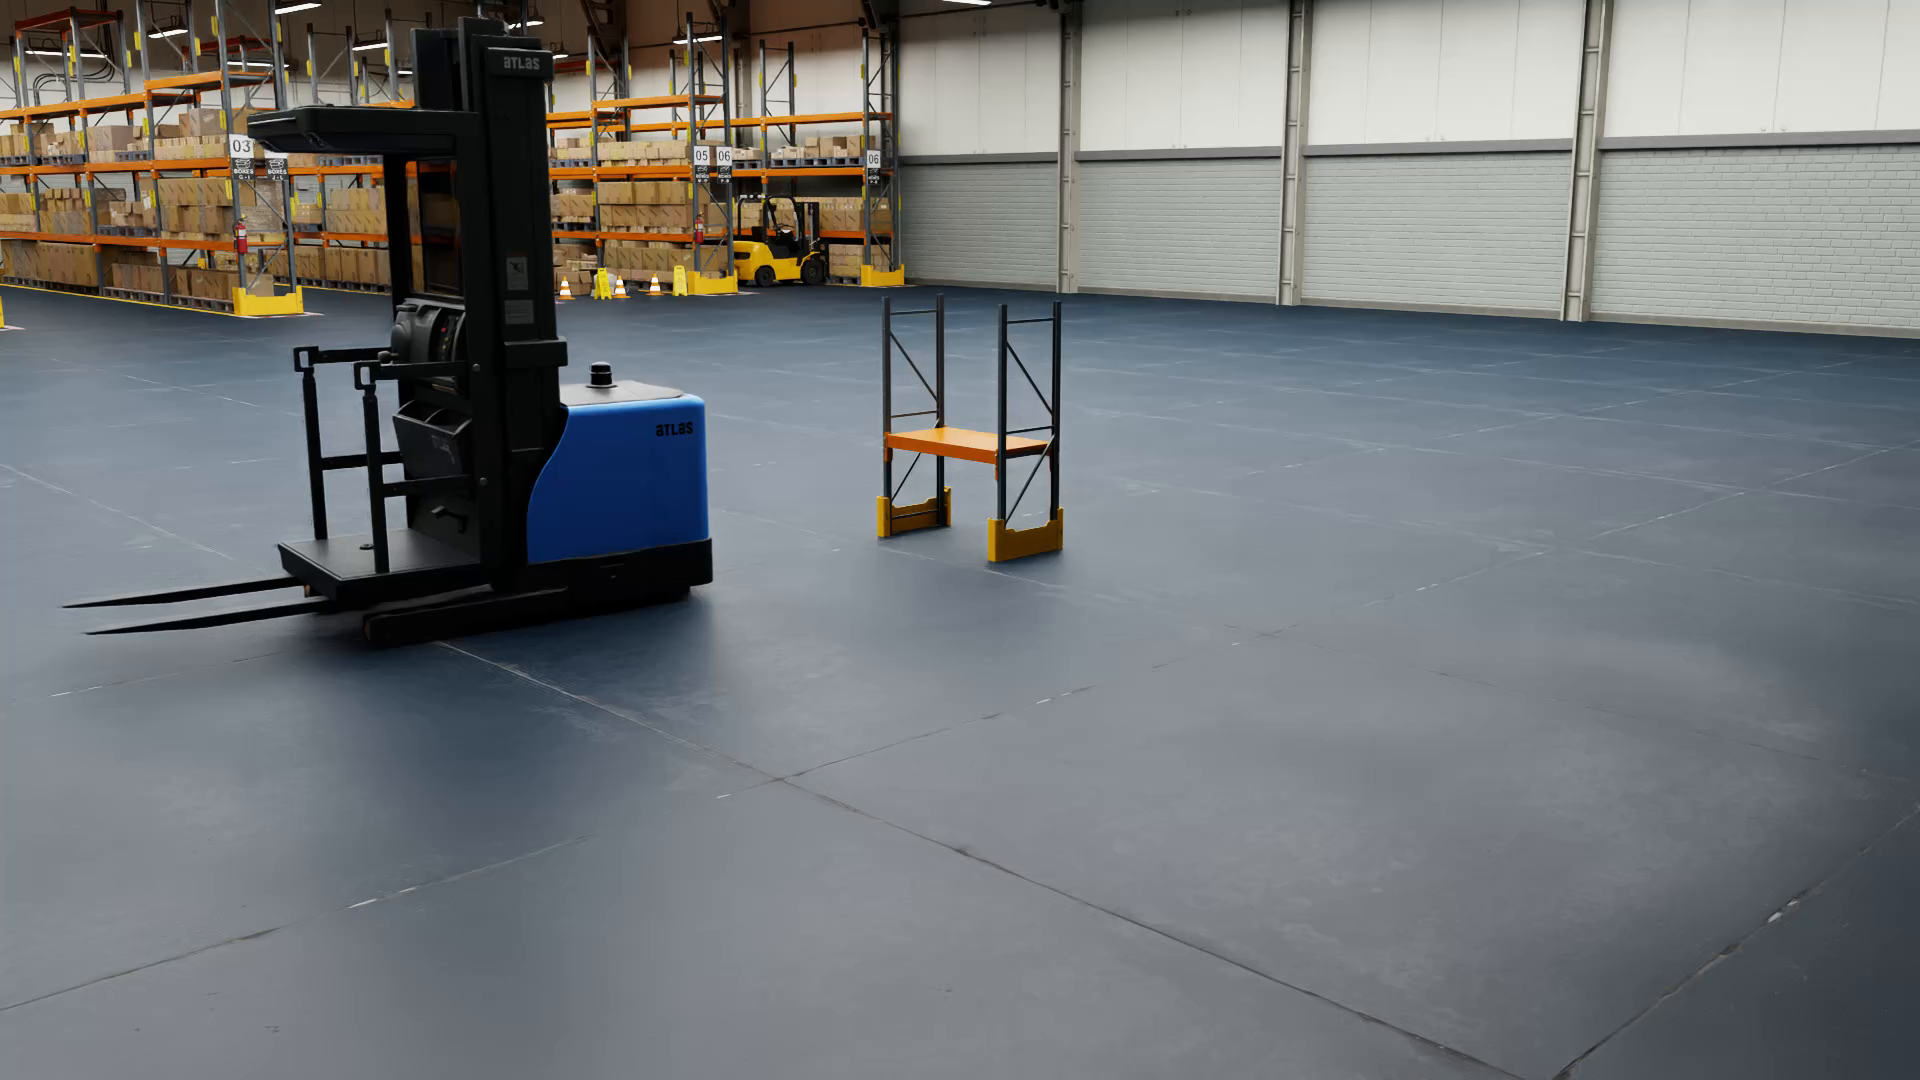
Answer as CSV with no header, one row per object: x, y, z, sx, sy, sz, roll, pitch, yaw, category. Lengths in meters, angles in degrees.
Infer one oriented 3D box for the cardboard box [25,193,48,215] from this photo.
-21.450,-7.836,38.788,0.500,0.500,0.500,-10,15,-41,cardboard box

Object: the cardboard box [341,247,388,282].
-13.558,-6.335,38.259,1.050,0.750,0.750,-11,16,-42,cardboard box

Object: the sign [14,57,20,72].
-21.357,-10.766,37.660,0.100,0.325,0.005,-11,16,-43,sign

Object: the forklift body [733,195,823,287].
-4.526,-7.295,40.491,2.313,2.155,1.214,-11,16,-43,forklift body

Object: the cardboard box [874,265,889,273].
-2.095,-6.646,41.012,0.500,0.250,0.500,-11,16,-42,cardboard box

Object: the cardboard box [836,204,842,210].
-2.835,-8.184,40.846,0.380,0.149,0.250,-11,16,-43,cardboard box

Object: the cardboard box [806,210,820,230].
-3.487,-7.996,41.543,0.500,0.500,0.500,-11,16,-42,cardboard box

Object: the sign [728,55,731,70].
-5.092,-10.506,36.596,0.100,0.325,0.005,-11,16,-43,sign

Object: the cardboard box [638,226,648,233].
-7.190,-7.146,38.283,0.380,0.149,0.250,-11,16,-43,cardboard box

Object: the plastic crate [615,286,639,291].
-7.755,-5.807,38.398,0.583,0.080,0.402,6,13,26,plastic crate

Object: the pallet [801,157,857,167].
-3.213,-9.399,41.385,1.003,0.211,1.213,-11,16,-43,pallet

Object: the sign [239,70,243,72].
-17.687,-11.405,40.956,0.100,0.325,0.005,-11,16,-43,sign

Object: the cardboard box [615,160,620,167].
-7.817,-8.780,38.782,0.380,0.149,0.250,-11,16,-43,cardboard box

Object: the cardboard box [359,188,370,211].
-13.157,-7.708,37.667,0.700,0.500,0.500,-11,16,-43,cardboard box

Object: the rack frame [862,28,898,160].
-1.897,-10.627,39.691,1.000,3.000,0.127,-11,16,-43,rack frame

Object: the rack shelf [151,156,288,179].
-14.033,-7.024,31.420,1.077,0.370,4.000,-11,16,-43,rack shelf

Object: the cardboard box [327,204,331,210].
-14.886,-7.967,39.754,0.250,0.149,0.380,11,16,44,cardboard box

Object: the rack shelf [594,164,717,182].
-6.865,-8.405,38.123,1.077,0.370,4.000,-11,16,-43,rack shelf

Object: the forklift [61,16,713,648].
-2.821,-1.042,8.204,3.031,2.935,1.130,-9,14,-36,forklift

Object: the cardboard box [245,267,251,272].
-18.147,-6.941,42.694,0.250,0.149,0.380,11,16,43,cardboard box

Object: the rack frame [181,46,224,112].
-20.044,-11.565,44.245,1.000,3.000,0.127,-11,16,-43,rack frame

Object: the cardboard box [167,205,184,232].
-14.828,-6.242,32.288,0.875,0.500,0.500,-11,16,-43,cardboard box

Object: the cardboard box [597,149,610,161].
-8.141,-9.019,38.955,0.500,0.250,0.500,-11,16,-44,cardboard box

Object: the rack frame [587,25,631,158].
-8.247,-10.518,39.165,1.000,3.000,0.127,-11,16,-43,rack frame

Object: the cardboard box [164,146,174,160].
-14.919,-7.417,31.916,0.500,0.250,0.500,-11,16,-43,cardboard box

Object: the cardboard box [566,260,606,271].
-9.110,-6.679,40.870,0.950,0.372,0.625,-10,15,-39,cardboard box

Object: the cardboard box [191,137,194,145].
-14.118,-7.441,31.043,0.250,0.149,0.380,11,16,42,cardboard box

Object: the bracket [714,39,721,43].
-6.413,-13.504,44.735,0.235,0.232,0.430,-11,16,-43,bracket

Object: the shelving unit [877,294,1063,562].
0.053,-0.723,10.206,0.587,1.500,1.083,-11,16,-43,shelving unit

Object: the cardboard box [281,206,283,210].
-16.260,-8.068,40.246,0.380,0.149,0.250,-10,15,-41,cardboard box

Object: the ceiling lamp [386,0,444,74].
-16.481,-15.888,50.760,2.000,3.185,0.800,-11,16,-43,ceiling lamp

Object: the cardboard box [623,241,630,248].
-7.635,-6.899,38.771,0.380,0.149,0.250,-10,15,-40,cardboard box

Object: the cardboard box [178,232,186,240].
-14.805,-5.854,32.017,0.380,0.149,0.250,-11,16,-43,cardboard box

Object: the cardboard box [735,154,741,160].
-5.638,-9.991,43.374,0.380,0.149,0.250,-11,16,-43,cardboard box

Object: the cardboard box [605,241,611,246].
-10.129,-8.650,48.507,0.380,0.149,0.250,-10,15,-40,cardboard box

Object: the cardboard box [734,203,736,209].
-5.791,-8.803,43.850,0.250,0.149,0.380,11,16,44,cardboard box

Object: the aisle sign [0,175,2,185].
-23.968,-9.192,41.153,0.394,0.787,0.004,-11,16,-43,aisle sign

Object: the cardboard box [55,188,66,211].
-20.026,-7.713,37.682,0.797,0.503,0.637,-11,16,-42,cardboard box

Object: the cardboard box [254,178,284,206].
-12.834,-6.418,30.666,0.500,0.500,0.500,-11,16,-43,cardboard box

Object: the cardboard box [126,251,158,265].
-17.318,-5.972,35.209,0.500,0.250,0.500,-9,14,-36,cardboard box

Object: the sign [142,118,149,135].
-15.813,-8.037,32.294,0.100,0.325,0.005,-11,16,-43,sign

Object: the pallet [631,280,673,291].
-6.911,-5.943,38.735,1.003,0.211,1.213,-11,16,-43,pallet

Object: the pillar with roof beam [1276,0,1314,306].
3.448,-8.503,29.382,9.100,9.000,0.400,-11,16,-43,pillar with roof beam

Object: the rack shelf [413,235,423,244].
-10.376,-6.231,35.006,1.077,0.370,4.000,-11,16,-43,rack shelf

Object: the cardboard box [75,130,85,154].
-18.650,-8.587,35.928,0.797,0.503,0.637,-10,15,-39,cardboard box

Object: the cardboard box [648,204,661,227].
-6.744,-7.379,37.809,0.500,0.500,0.500,-11,16,-43,cardboard box

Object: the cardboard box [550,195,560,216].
-9.789,-8.241,40.950,0.500,0.500,0.500,11,16,43,cardboard box

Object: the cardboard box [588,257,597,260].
-10.781,-8.290,49.238,0.250,0.149,0.380,11,16,43,cardboard box

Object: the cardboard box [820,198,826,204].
-3.251,-8.396,41.138,0.380,0.149,0.250,-10,16,-41,cardboard box

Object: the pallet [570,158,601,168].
-8.596,-9.062,39.996,1.213,0.211,1.003,-11,16,-43,pallet

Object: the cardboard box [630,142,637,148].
-7.326,-9.043,38.083,0.380,0.149,0.250,-11,16,-43,cardboard box

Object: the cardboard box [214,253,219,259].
-19.569,-7.526,44.056,0.380,0.149,0.250,-11,16,-43,cardboard box

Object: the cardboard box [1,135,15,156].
-22.610,-9.487,40.057,0.500,0.500,0.700,10,16,41,cardboard box

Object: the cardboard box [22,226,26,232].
-21.919,-7.355,39.300,0.380,0.149,0.250,-11,16,-42,cardboard box

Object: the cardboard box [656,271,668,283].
-6.589,-6.012,37.934,0.500,0.250,0.500,-11,16,-42,cardboard box

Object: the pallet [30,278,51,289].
-21.407,-6.123,39.607,1.003,0.211,1.213,-11,16,-43,pallet
